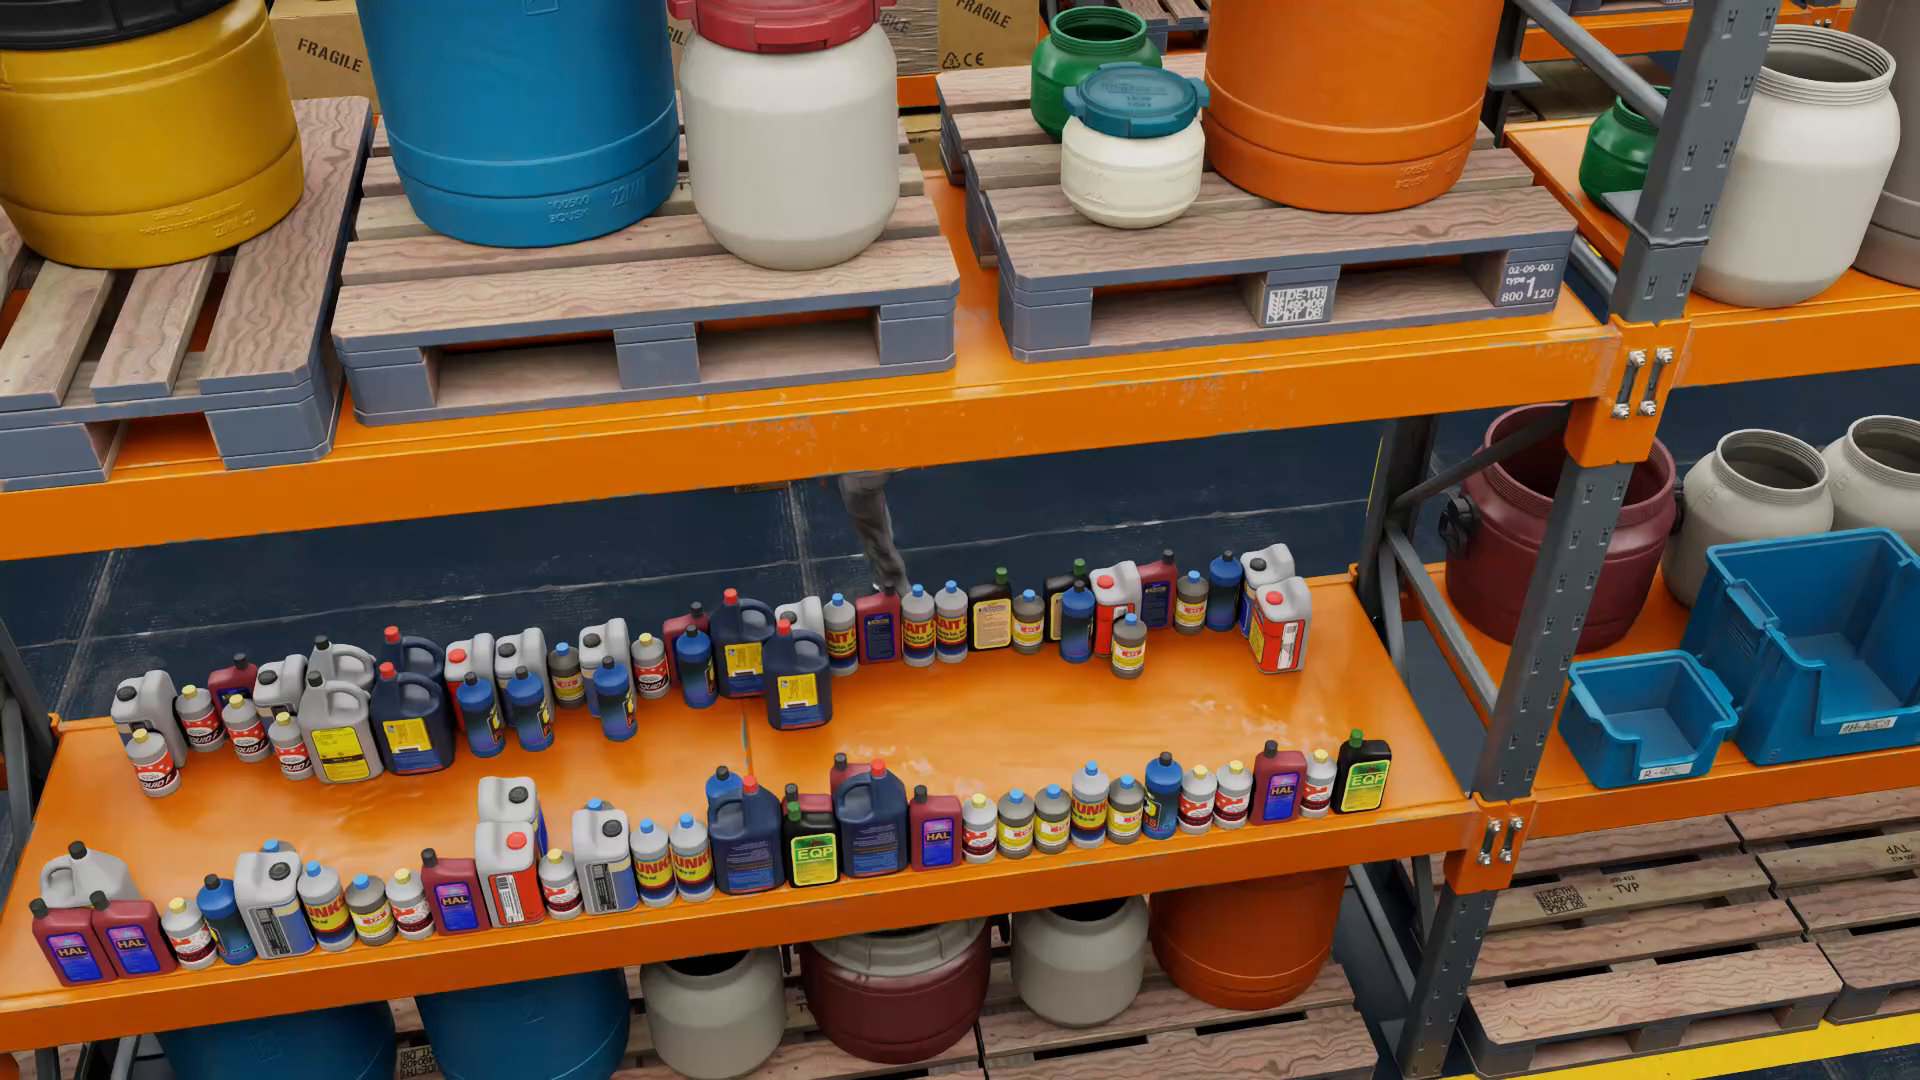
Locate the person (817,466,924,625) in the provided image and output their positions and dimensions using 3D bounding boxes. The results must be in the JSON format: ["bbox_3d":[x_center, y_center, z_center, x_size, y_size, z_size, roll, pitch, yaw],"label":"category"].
[{"bbox_3d":[-0.349,-0.292,6.529,0.424,1.538,0.492,-31,48,-32],"label":"person"}]
